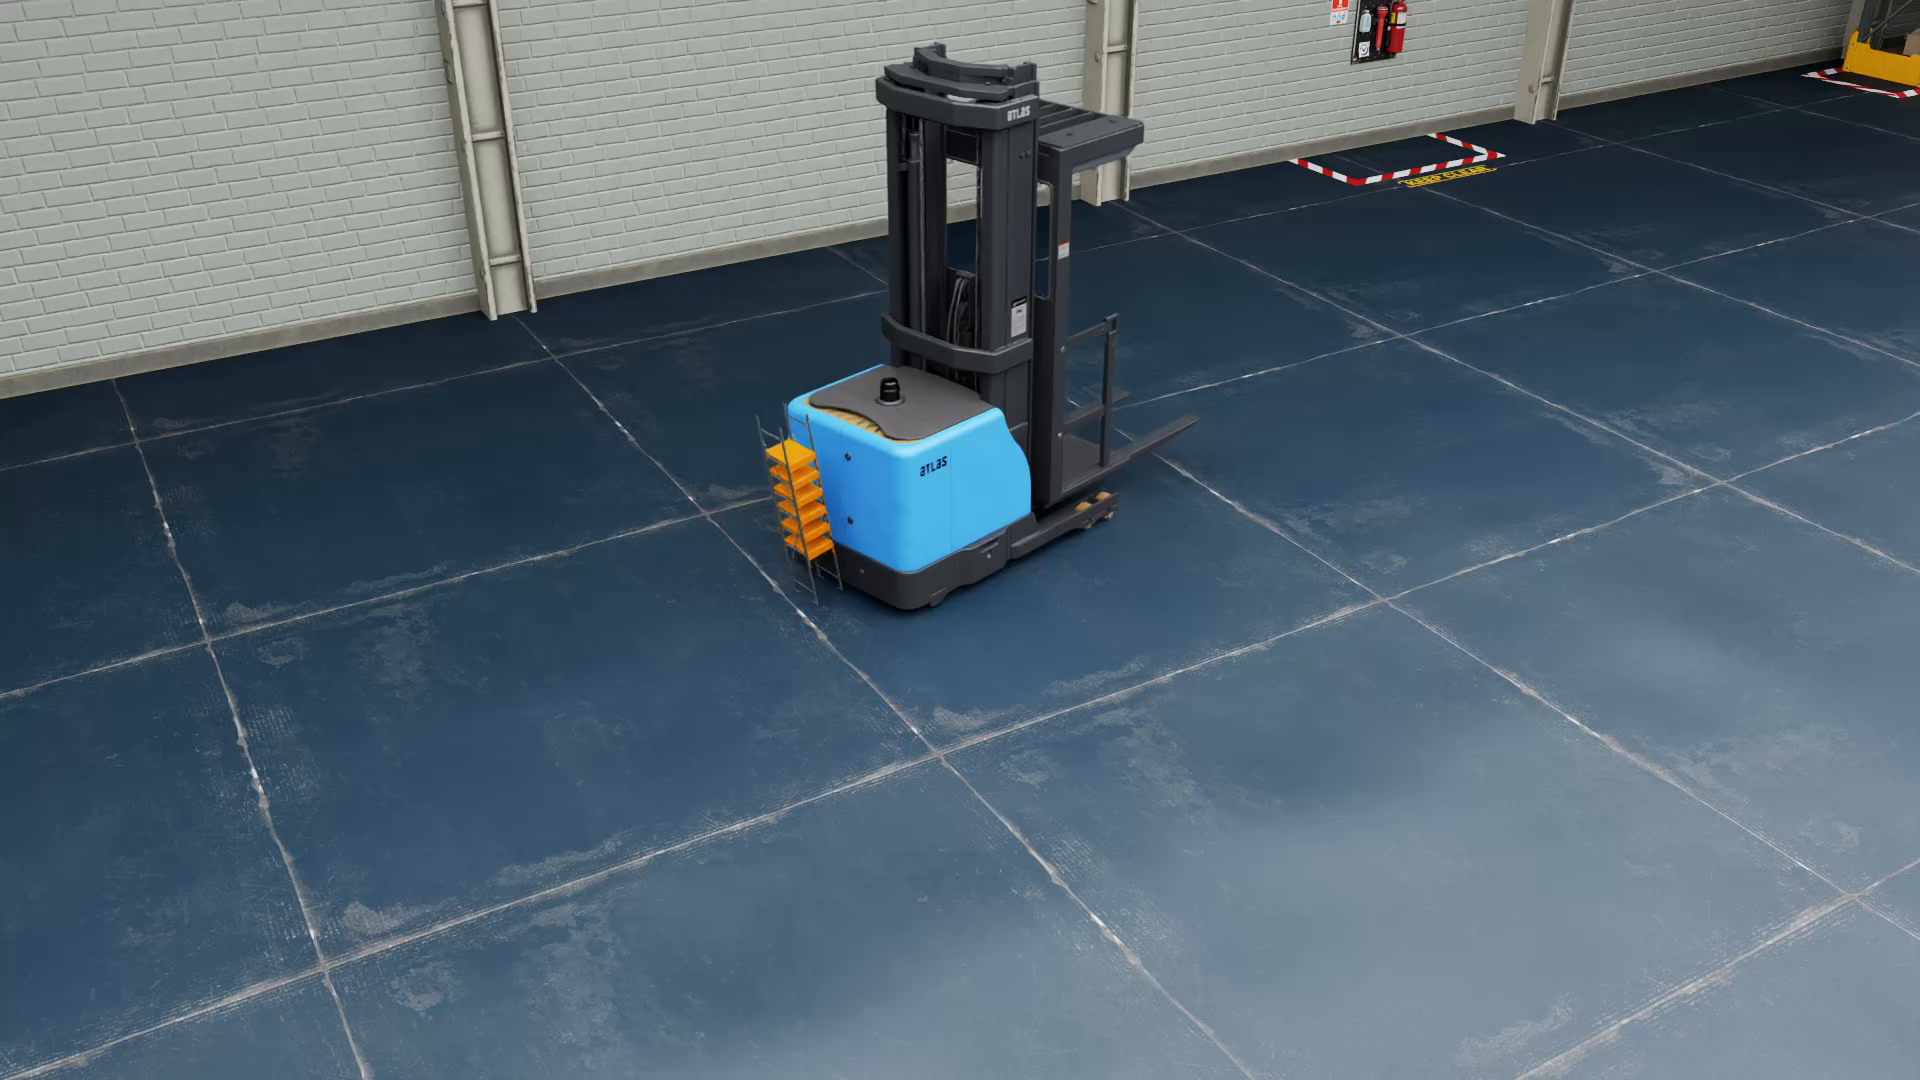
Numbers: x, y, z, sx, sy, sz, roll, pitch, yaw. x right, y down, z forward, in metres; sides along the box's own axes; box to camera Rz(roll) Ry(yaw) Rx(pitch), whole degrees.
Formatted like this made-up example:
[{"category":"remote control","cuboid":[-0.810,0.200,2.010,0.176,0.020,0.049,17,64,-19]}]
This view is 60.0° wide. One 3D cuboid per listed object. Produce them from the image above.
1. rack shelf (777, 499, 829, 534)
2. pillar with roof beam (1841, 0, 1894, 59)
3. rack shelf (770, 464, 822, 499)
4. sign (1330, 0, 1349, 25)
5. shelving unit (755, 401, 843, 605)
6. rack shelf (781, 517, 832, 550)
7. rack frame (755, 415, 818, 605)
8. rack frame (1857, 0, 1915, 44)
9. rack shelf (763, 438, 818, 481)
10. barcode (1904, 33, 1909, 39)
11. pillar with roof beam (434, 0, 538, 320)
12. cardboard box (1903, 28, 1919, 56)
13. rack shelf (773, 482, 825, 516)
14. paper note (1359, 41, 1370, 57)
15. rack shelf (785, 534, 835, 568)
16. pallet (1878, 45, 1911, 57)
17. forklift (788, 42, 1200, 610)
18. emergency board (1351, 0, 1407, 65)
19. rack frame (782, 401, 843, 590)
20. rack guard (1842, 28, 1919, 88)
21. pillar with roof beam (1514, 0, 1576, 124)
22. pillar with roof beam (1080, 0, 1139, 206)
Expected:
[{"category":"rack shelf","cuboid":[-0.902,-0.160,9.471,0.180,0.103,0.258,-31,41,-29]},{"category":"pillar with roof beam","cuboid":[13.953,-8.461,16.366,0.400,9.000,9.100,-16,33,-26]},{"category":"rack shelf","cuboid":[-0.930,-0.356,9.335,0.180,0.103,0.258,-31,41,-29]},{"category":"sign","cuboid":[3.921,-5.493,17.160,0.234,0.329,0.001,-16,33,-26]},{"category":"shelving unit","cuboid":[-0.907,-0.196,9.446,0.189,1.200,0.258,-31,41,-29]},{"category":"rack shelf","cuboid":[-0.887,-0.062,9.539,0.180,0.103,0.258,-31,41,-29]},{"category":"rack frame","cuboid":[-0.975,-0.155,9.401,0.006,1.200,0.240,-31,41,-29]},{"category":"rack frame","cuboid":[11.607,-7.096,20.101,0.127,3.000,1.000,-16,33,-26]},{"category":"rack shelf","cuboid":[-0.944,-0.453,9.267,0.180,0.103,0.258,-31,41,-29]},{"category":"barcode","cuboid":[12.062,-6.418,21.192,0.075,0.075,0.001,-16,33,-26]},{"category":"pillar with roof beam","cuboid":[-1.566,-4.055,8.382,0.400,9.000,9.100,-16,33,-26]},{"category":"cardboard box","cuboid":[12.249,-6.243,20.884,0.500,0.311,0.500,-20,35,-32]},{"category":"rack shelf","cuboid":[-0.916,-0.258,9.403,0.180,0.103,0.258,-31,41,-29]},{"category":"paper note","cuboid":[4.262,-5.169,17.523,0.142,0.148,0.016,-16,33,-26]},{"category":"rack shelf","cuboid":[-0.873,0.036,9.607,0.180,0.103,0.258,-31,41,-29]},{"category":"pallet","cuboid":[12.391,-6.078,21.143,1.213,0.211,1.003,-16,33,-26]},{"category":"forklift","cuboid":[0.365,-1.507,10.045,1.130,2.935,3.031,25,37,37]},{"category":"emergency board","cuboid":[4.450,-5.570,17.336,0.643,1.169,0.194,-16,33,-26]},{"category":"rack frame","cuboid":[-0.839,-0.237,9.491,0.006,1.200,0.240,-31,41,-29]},{"category":"rack guard","cuboid":[11.673,-6.020,20.739,0.348,0.500,1.175,-16,33,-26]},{"category":"pillar with roof beam","cuboid":[8.780,-6.992,13.704,0.400,9.000,9.100,-16,33,-26]},{"category":"pillar with roof beam","cuboid":[3.607,-5.523,11.043,0.400,9.000,9.100,-16,33,-26]}]
